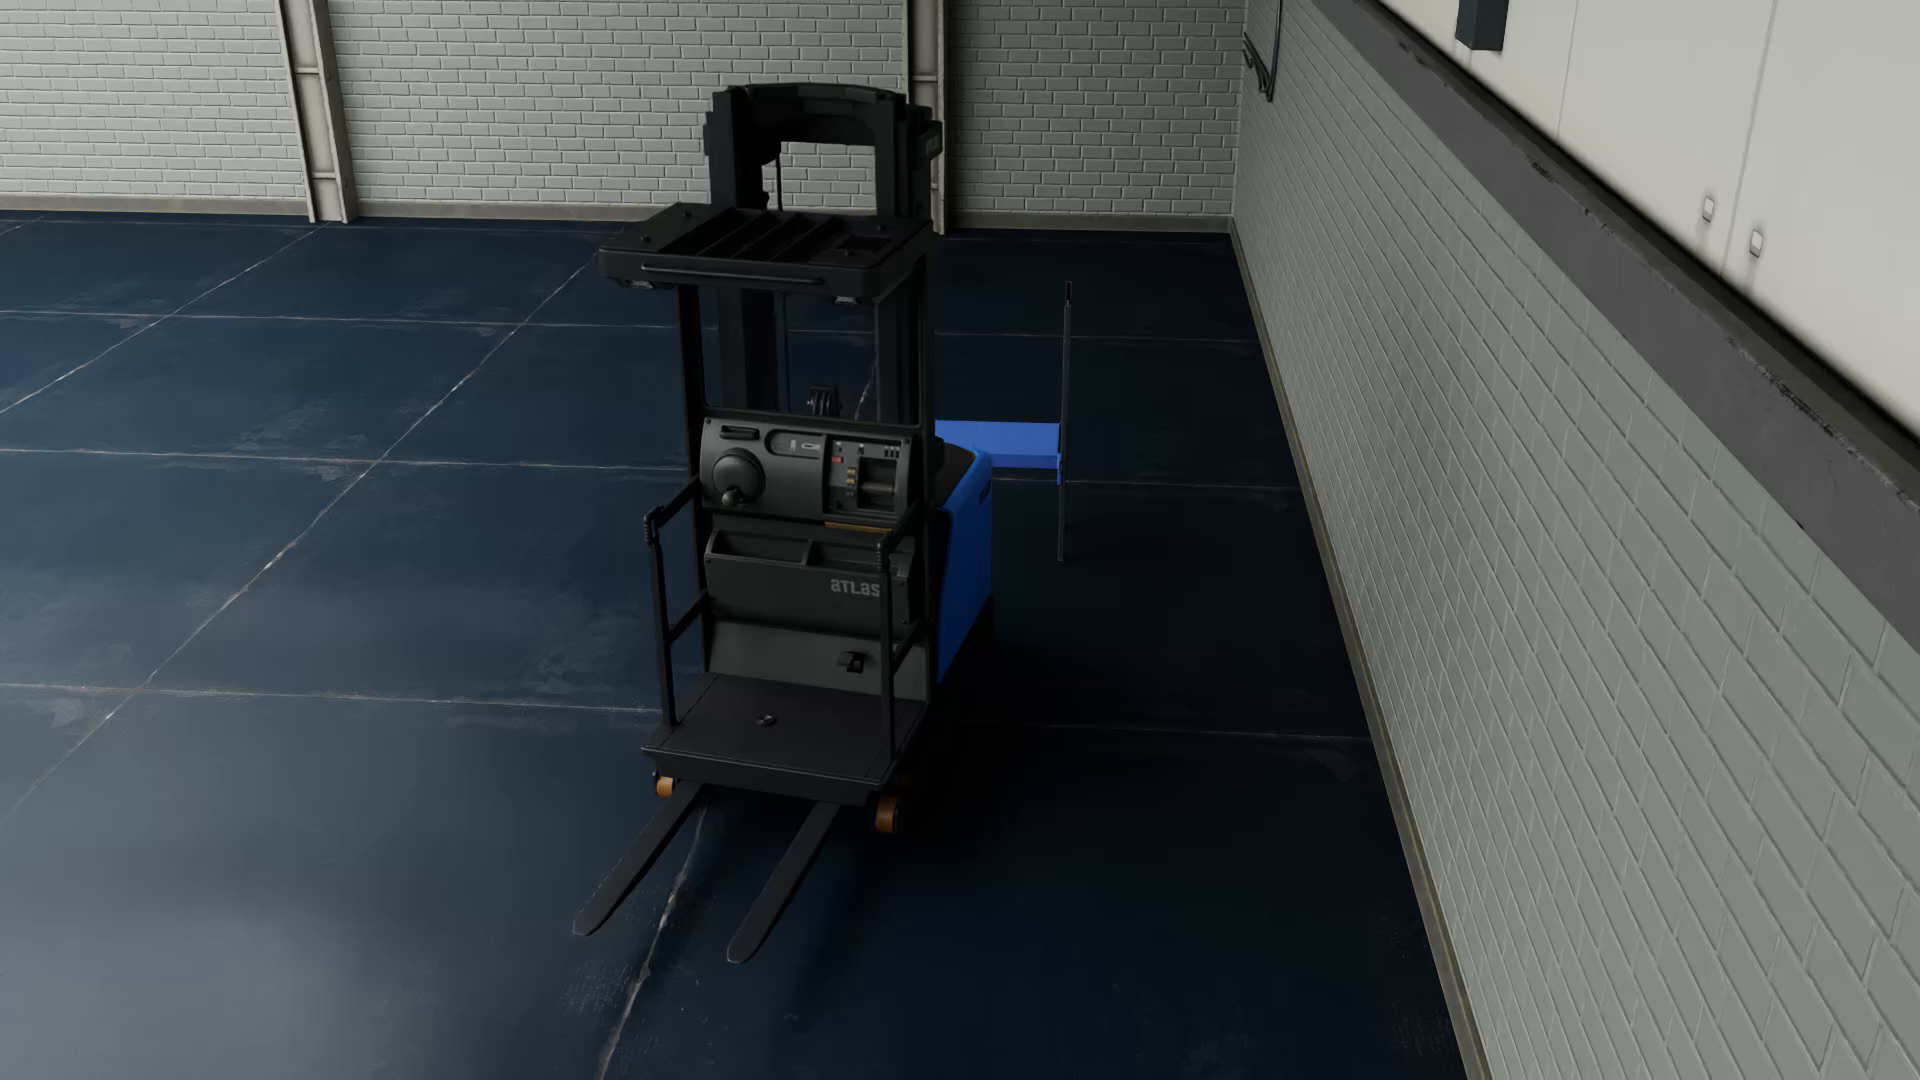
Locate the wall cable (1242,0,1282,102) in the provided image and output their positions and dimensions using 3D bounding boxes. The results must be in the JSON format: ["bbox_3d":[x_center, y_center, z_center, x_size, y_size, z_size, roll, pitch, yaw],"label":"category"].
[{"bbox_3d":[2.504,-5.085,13.751,0.112,2.526,3.097,2,25,4],"label":"wall cable"}]

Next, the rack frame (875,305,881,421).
[{"bbox_3d":[-0.422,-0.695,9.466,0.032,1.500,0.500,2,25,4],"label":"rack frame"}]

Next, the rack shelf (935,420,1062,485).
[{"bbox_3d":[0.085,-0.515,9.506,1.000,0.185,0.538,2,25,4],"label":"rack shelf"}]

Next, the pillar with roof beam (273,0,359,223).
[{"bbox_3d":[-6.644,-5.539,11.023,0.400,9.000,9.100,2,25,4],"label":"pillar with roof beam"}]

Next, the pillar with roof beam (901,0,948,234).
[{"bbox_3d":[-0.662,-5.347,10.605,0.400,9.000,9.100,2,25,4],"label":"pillar with roof beam"}]

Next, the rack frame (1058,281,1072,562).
[{"bbox_3d":[0.592,-0.662,9.395,0.032,1.500,0.500,2,25,4],"label":"rack frame"}]

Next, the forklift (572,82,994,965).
[{"bbox_3d":[-0.705,-0.265,6.819,1.130,2.935,3.031,6,25,14],"label":"forklift"}]

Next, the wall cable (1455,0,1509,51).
[{"bbox_3d":[1.761,-4.085,3.793,0.169,6.003,2.305,2,25,4],"label":"wall cable"}]

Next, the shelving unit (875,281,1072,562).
[{"bbox_3d":[0.085,-0.679,9.431,1.048,1.500,0.538,2,25,4],"label":"shelving unit"}]
